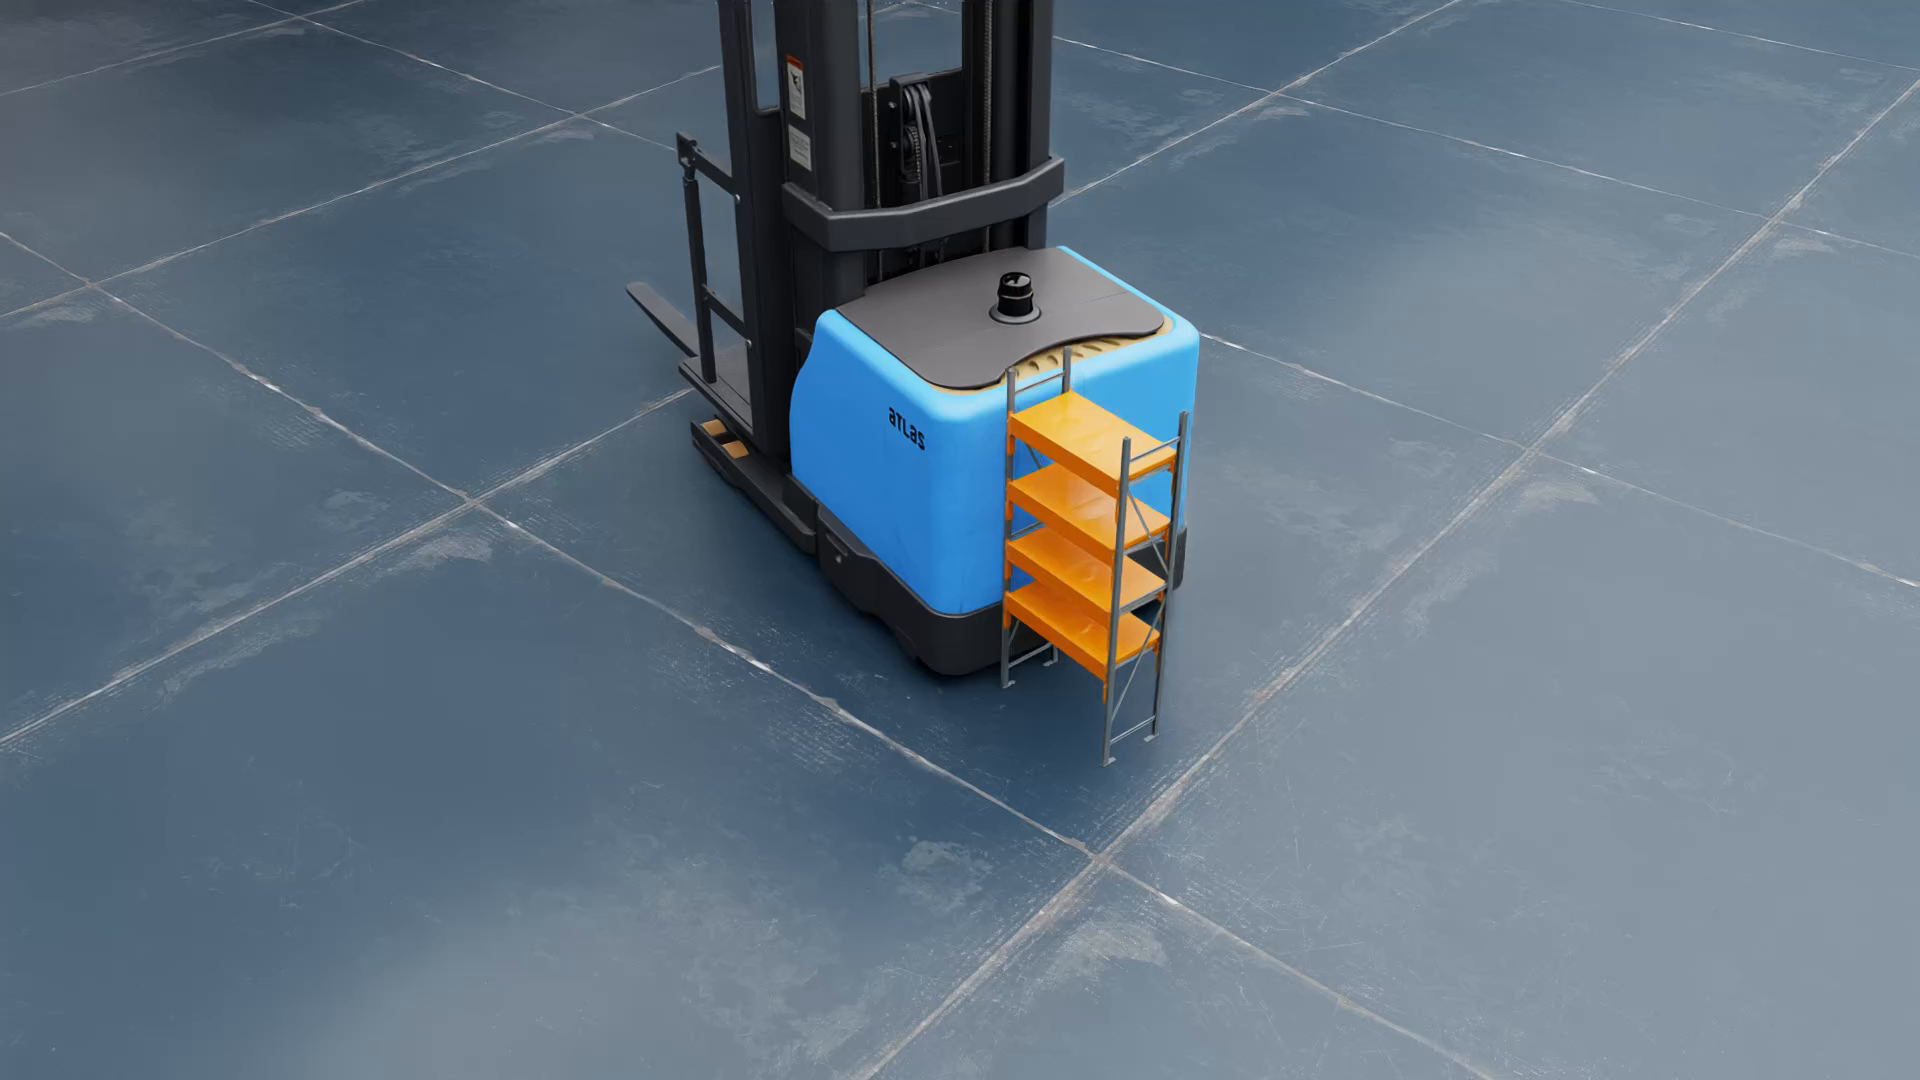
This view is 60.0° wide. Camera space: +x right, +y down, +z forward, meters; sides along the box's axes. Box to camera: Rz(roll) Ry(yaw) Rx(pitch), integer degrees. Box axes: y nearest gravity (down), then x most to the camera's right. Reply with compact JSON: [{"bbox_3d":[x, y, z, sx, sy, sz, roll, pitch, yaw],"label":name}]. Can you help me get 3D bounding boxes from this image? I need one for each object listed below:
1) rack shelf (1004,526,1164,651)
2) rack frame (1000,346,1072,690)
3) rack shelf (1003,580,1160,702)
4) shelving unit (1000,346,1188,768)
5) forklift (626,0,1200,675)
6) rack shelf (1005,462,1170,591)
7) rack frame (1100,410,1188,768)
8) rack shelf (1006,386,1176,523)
[{"bbox_3d":[0.387,0.122,5.130,0.258,0.148,0.480,-24,42,-31],"label":"rack shelf"},{"bbox_3d":[0.234,-0.042,5.248,0.240,1.200,0.015,-24,42,-31],"label":"rack frame"},{"bbox_3d":[0.386,0.285,5.243,0.258,0.148,0.480,-24,42,-31],"label":"rack shelf"},{"bbox_3d":[0.387,0.066,5.092,0.258,1.200,0.503,-24,42,-31],"label":"shelving unit"},{"bbox_3d":[-0.423,-1.562,5.936,1.130,2.935,3.031,-20,39,-26],"label":"forklift"},{"bbox_3d":[0.387,-0.062,5.003,0.258,0.148,0.480,-24,42,-31],"label":"rack shelf"},{"bbox_3d":[0.540,0.175,4.936,0.240,1.200,0.015,-24,42,-31],"label":"rack frame"},{"bbox_3d":[0.388,-0.257,4.869,0.258,0.148,0.480,-24,42,-31],"label":"rack shelf"}]
